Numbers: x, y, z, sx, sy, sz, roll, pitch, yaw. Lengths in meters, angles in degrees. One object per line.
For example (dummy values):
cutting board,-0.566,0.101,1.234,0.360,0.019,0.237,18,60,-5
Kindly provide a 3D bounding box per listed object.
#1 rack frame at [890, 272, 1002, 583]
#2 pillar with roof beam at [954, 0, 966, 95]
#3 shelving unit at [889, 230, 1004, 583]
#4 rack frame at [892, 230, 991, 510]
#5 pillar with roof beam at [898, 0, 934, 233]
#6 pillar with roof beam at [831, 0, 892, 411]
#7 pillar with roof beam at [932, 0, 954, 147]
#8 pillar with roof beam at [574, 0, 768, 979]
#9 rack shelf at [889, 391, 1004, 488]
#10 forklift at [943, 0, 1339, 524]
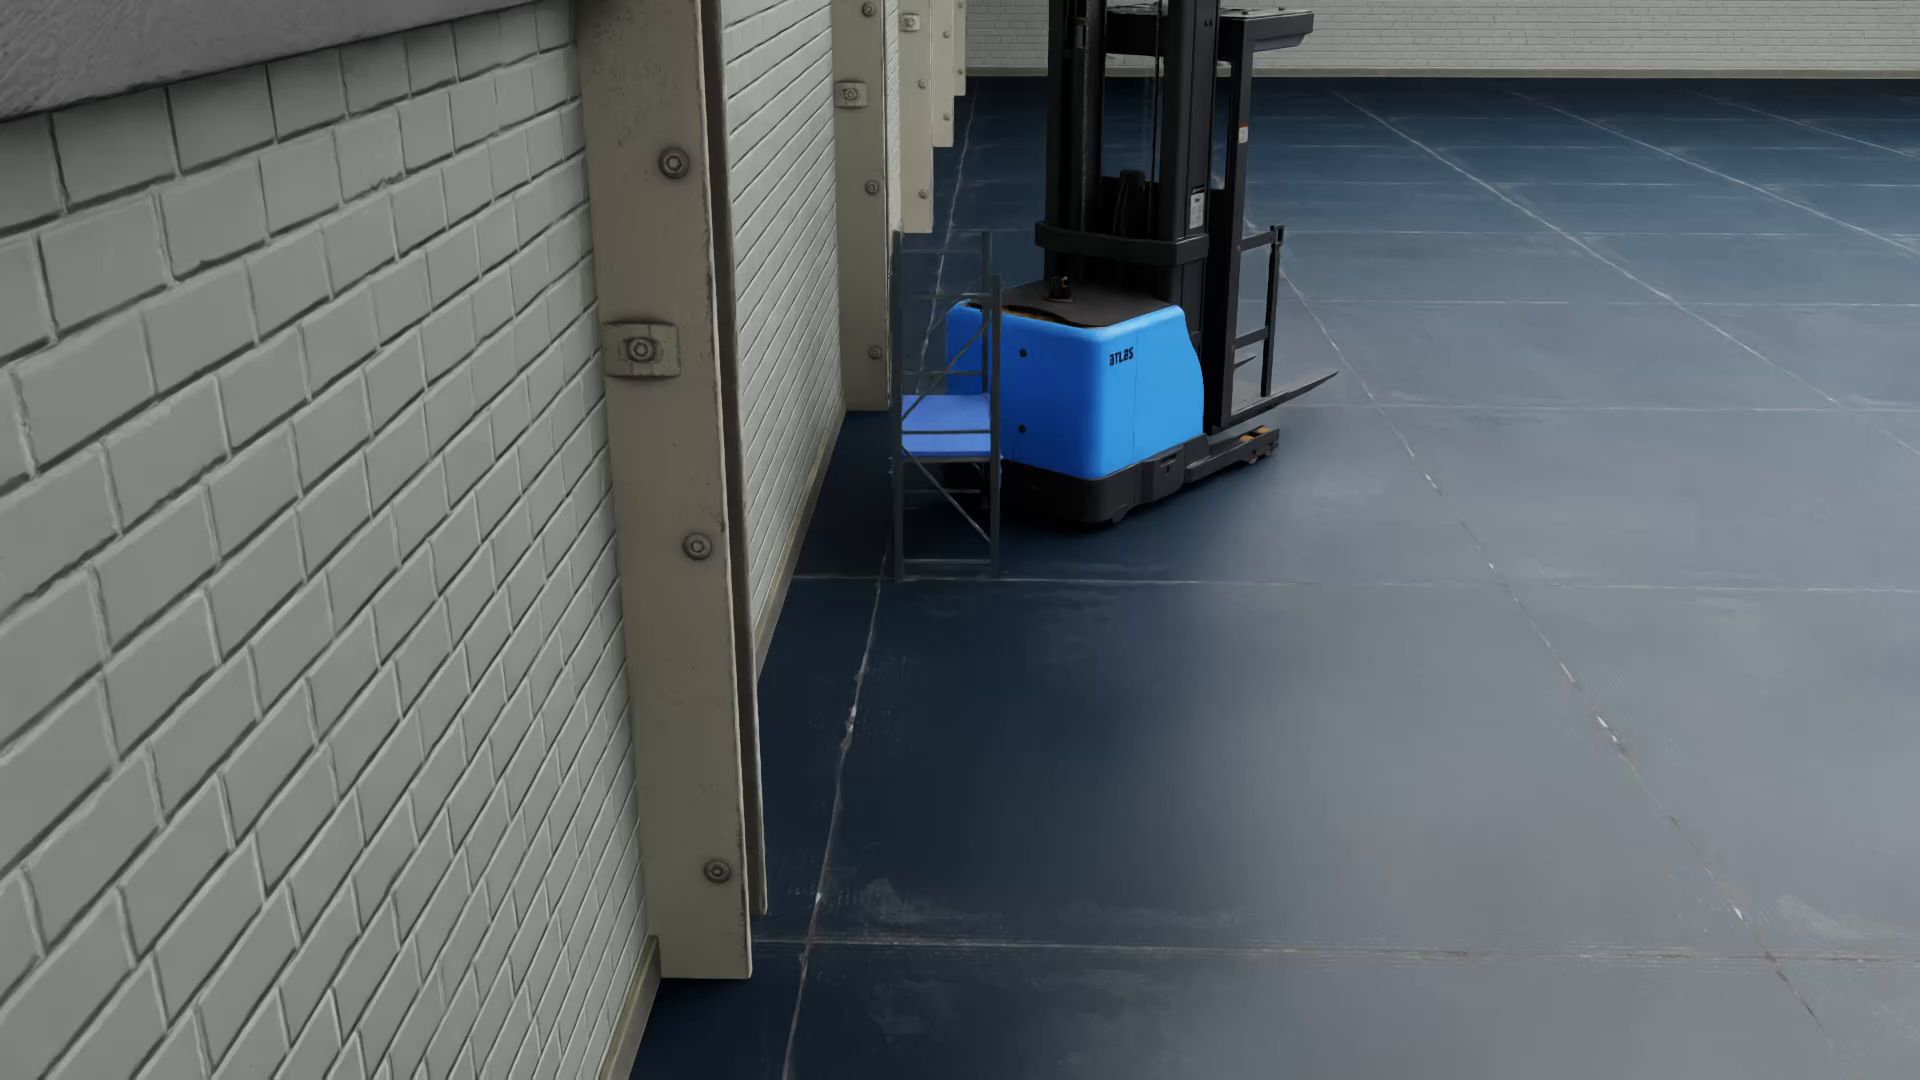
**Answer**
rack frame,-0.064,-0.498,7.740,0.500,1.500,0.032,-1,21,-2
pillar with roof beam,4.243,-11.559,25.879,9.100,9.000,0.400,1,21,2
shelving unit,-0.078,-0.682,8.213,0.538,1.500,1.048,-1,21,-2
rack frame,-0.093,-0.866,8.687,0.500,1.500,0.032,-1,21,-2
pillar with roof beam,3.878,-7.220,14.697,9.100,9.000,0.400,1,21,2
pillar with roof beam,3.696,-5.051,9.106,9.100,9.000,0.400,1,21,2
pillar with roof beam,4.061,-9.390,20.288,9.100,9.000,0.400,1,21,2
pillar with roof beam,3.513,-2.881,3.515,9.100,9.000,0.400,1,21,2
rack shelf,-0.079,-0.515,8.278,0.538,0.185,1.000,-1,21,-2
forklift,1.232,-1.910,9.400,1.130,2.935,3.031,17,27,36
